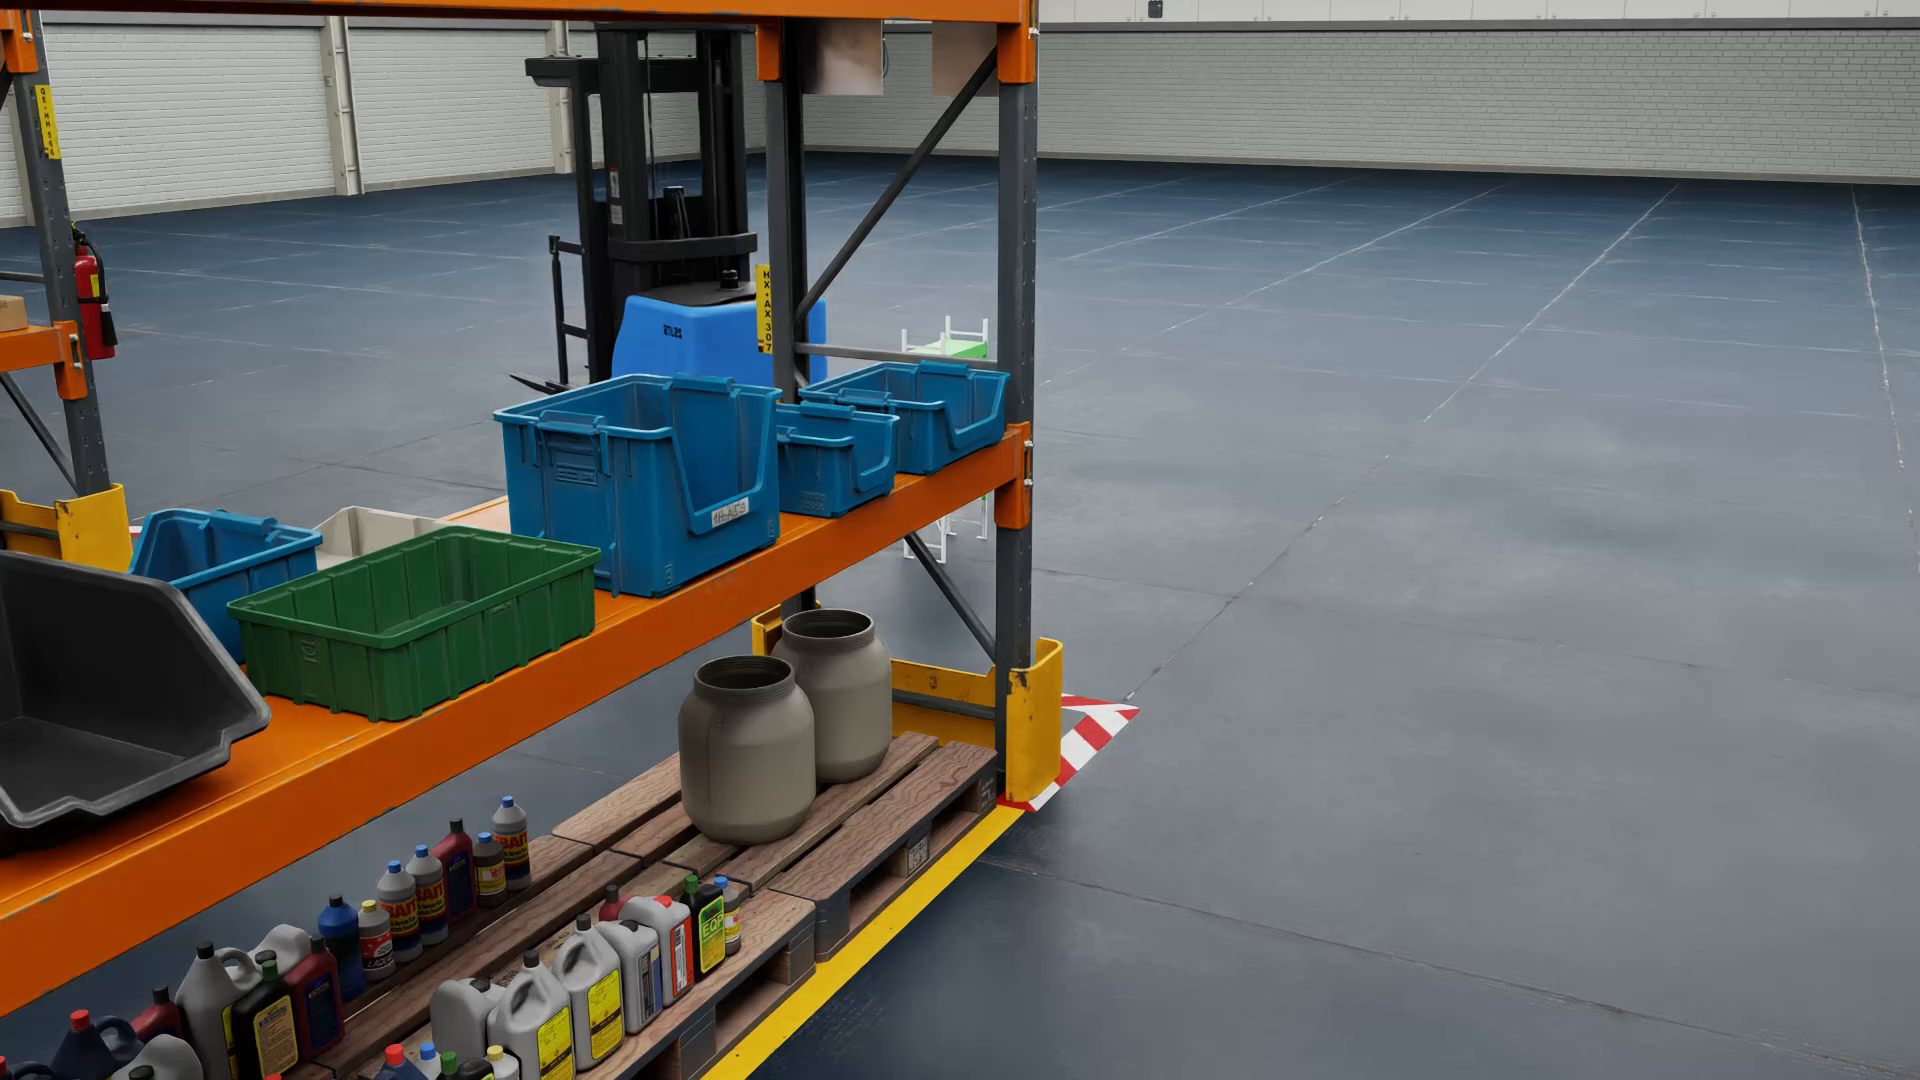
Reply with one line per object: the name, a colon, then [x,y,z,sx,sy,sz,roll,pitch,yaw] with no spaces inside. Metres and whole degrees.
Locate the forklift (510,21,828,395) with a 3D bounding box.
forklift: [-2.147,-2.155,11.131,1.130,2.935,3.031,-13,21,-37]

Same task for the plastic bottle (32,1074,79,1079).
plastic bottle: [-1.844,1.251,3.425,0.144,0.351,0.185,8,18,25]

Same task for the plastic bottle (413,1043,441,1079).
plastic bottle: [-1.154,1.228,3.641,0.097,0.271,0.097,0,17,0]

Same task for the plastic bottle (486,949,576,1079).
plastic bottle: [-0.996,1.124,3.852,0.144,0.351,0.185,8,18,25]

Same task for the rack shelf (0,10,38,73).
rack shelf: [-5.540,-1.859,6.009,1.077,0.370,4.000,8,18,25]

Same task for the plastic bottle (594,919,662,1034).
plastic bottle: [-0.843,1.070,4.166,0.152,0.276,0.135,8,18,24]

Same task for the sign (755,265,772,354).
sign: [-0.705,-0.849,6.127,0.100,0.325,0.005,8,18,25]

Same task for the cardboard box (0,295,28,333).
cardboard box: [-4.589,-1.056,7.752,0.380,0.149,0.250,8,18,25]

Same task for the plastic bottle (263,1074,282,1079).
plastic bottle: [-1.400,1.262,3.388,0.144,0.351,0.185,8,18,25]

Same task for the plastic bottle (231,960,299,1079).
plastic bottle: [-1.639,1.140,3.916,0.061,0.283,0.133,8,18,25]

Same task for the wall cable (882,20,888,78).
wall cable: [-3.167,-12.715,41.481,3.097,2.526,0.112,8,18,25]

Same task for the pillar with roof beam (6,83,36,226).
pillar with roof beam: [-9.858,-8.488,21.798,9.100,9.000,0.400,8,18,25]

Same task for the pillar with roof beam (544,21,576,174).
pillar with roof beam: [-4.496,-11.545,32.089,9.100,9.000,0.400,8,18,25]

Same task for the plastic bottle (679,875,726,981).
plastic bottle: [-0.680,1.002,4.380,0.061,0.283,0.133,9,19,27]

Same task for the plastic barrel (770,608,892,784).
plastic barrel: [-0.441,0.524,5.624,0.421,0.512,0.421,0,17,0]

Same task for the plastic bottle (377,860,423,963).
plastic bottle: [-1.502,0.987,4.452,0.097,0.271,0.097,0,17,0]

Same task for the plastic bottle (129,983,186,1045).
plastic bottle: [-1.851,1.169,3.819,0.061,0.283,0.133,9,19,29]

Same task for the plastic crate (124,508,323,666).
plastic crate: [-1.751,0.129,3.583,0.499,0.251,0.616,8,18,25]

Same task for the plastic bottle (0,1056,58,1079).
plastic bottle: [-1.973,1.232,3.487,0.144,0.351,0.185,8,18,24]

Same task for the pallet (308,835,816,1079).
pallet: [-1.121,1.233,4.502,1.003,0.211,1.213,8,18,25]

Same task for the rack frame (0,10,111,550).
rack frame: [-4.646,-1.275,8.049,1.000,3.000,0.127,8,18,25]

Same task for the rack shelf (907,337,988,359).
rack shelf: [-0.074,-0.932,8.593,0.258,0.148,0.480,8,18,25]

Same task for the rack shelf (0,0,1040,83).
rack shelf: [-1.109,-1.228,3.887,1.077,0.370,4.000,8,18,25]

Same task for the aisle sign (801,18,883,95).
aisle sign: [-0.445,-1.947,5.744,0.394,0.787,0.004,8,18,25]

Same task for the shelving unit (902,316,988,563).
shelving unit: [-0.074,-0.533,8.712,0.258,1.200,0.503,8,18,25]

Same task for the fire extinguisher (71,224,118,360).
fire extinguisher: [-4.183,-1.208,7.960,0.296,0.674,0.183,8,18,25]

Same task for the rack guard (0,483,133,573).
rack guard: [-4.680,-0.057,8.339,1.175,0.500,0.348,8,18,25]

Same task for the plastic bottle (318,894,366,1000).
plastic bottle: [-1.593,1.039,4.278,0.097,0.271,0.097,0,17,0]

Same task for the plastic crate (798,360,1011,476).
plastic crate: [-0.171,-0.408,5.391,0.499,0.251,0.616,8,18,25]

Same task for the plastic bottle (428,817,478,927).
plastic bottle: [-1.422,0.924,4.644,0.061,0.283,0.133,8,19,26]

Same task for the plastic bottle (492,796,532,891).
plastic bottle: [-1.304,0.874,4.832,0.097,0.271,0.097,0,17,0]

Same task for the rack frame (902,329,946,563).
rack frame: [-0.183,-0.471,8.502,0.240,1.200,0.015,8,18,25]

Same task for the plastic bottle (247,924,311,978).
plastic bottle: [-1.666,1.096,4.077,0.152,0.276,0.135,8,19,26]

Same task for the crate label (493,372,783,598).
crate label: [-0.796,-0.159,4.228,0.502,0.435,0.616,8,18,25]

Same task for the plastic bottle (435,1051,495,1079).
plastic bottle: [-1.075,1.228,3.621,0.061,0.283,0.133,9,19,28]
